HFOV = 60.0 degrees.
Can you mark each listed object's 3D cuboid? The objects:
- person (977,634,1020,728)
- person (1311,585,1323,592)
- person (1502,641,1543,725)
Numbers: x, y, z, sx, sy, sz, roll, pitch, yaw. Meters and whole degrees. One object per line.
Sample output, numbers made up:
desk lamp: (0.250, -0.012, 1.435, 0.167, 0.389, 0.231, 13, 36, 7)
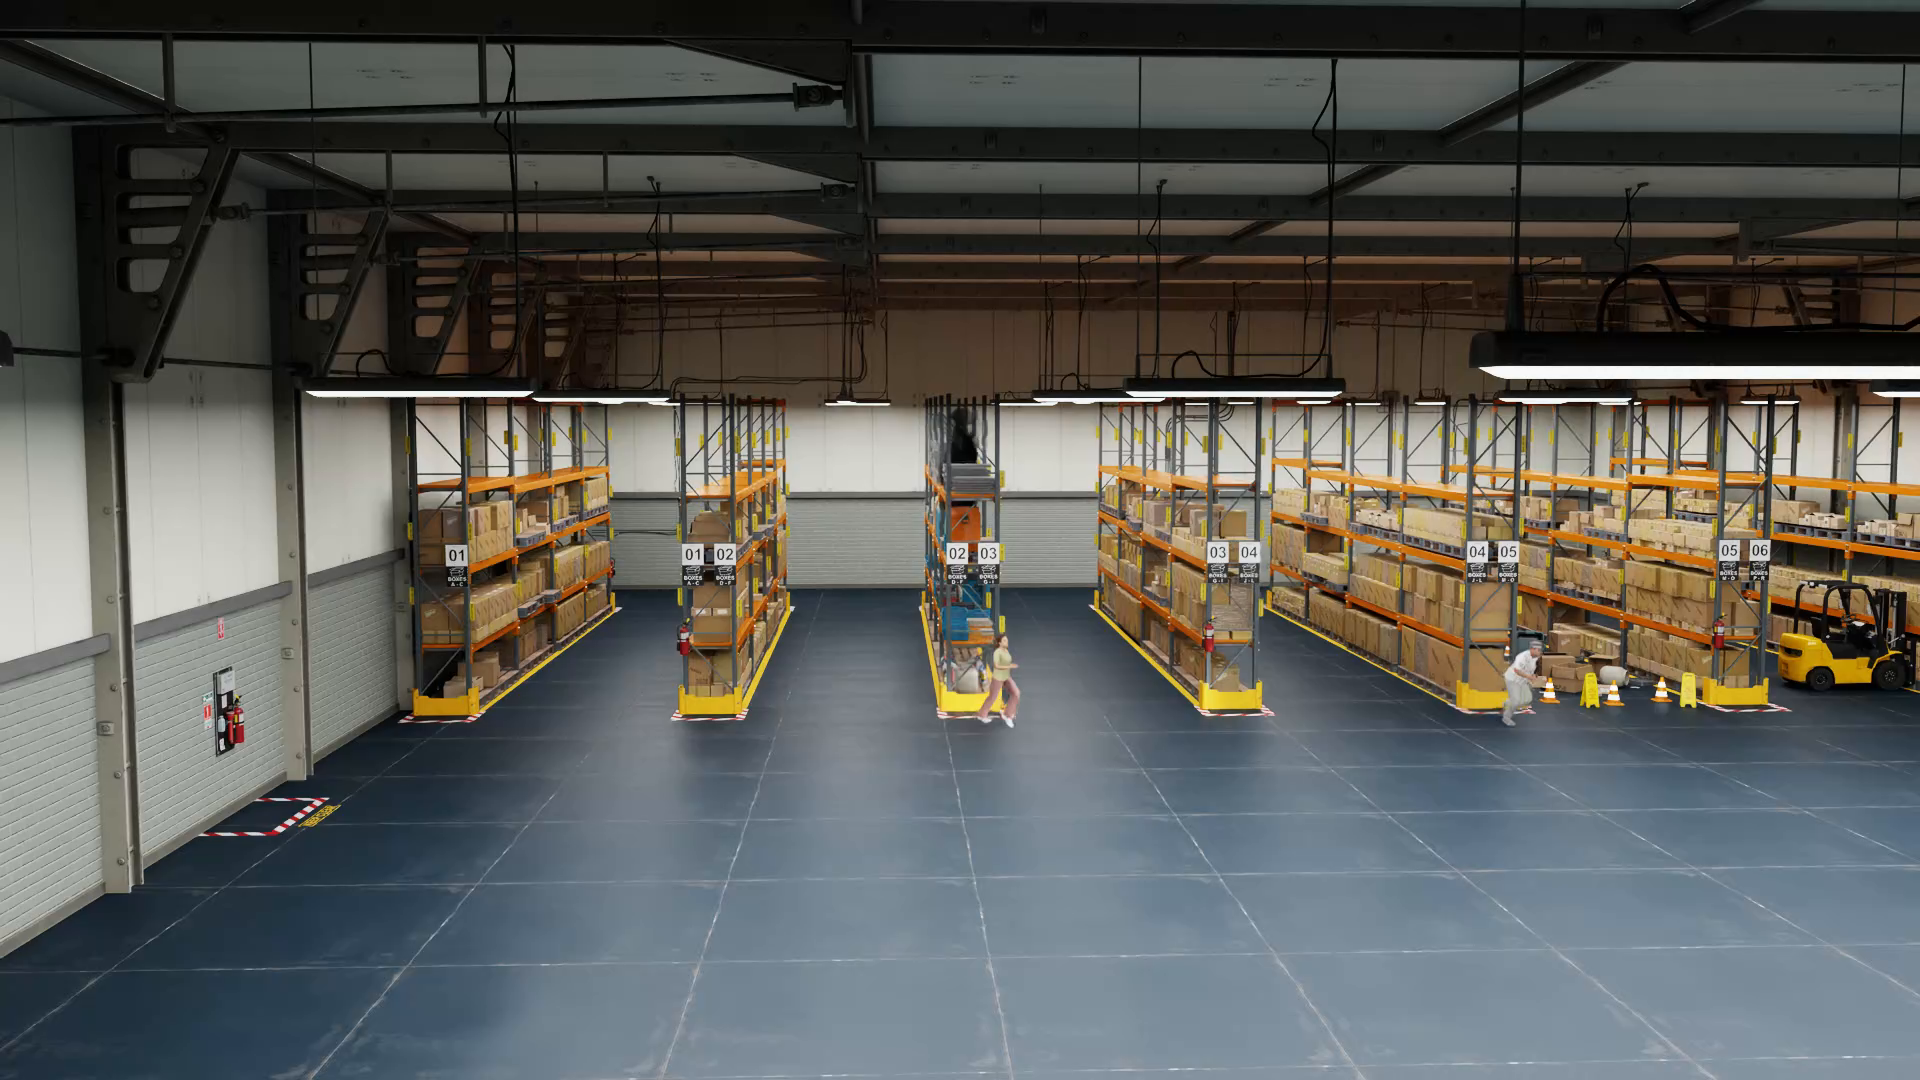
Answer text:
person: (0.716, 2.526, 29.949, 0.848, 1.691, 0.578, 3, 6, 36)
person: (10.768, 0.882, 50.149, 0.790, 1.758, 0.658, -3, 5, -34)
person: (10.183, 2.579, 30.041, 0.693, 1.563, 0.841, -3, 6, -37)
